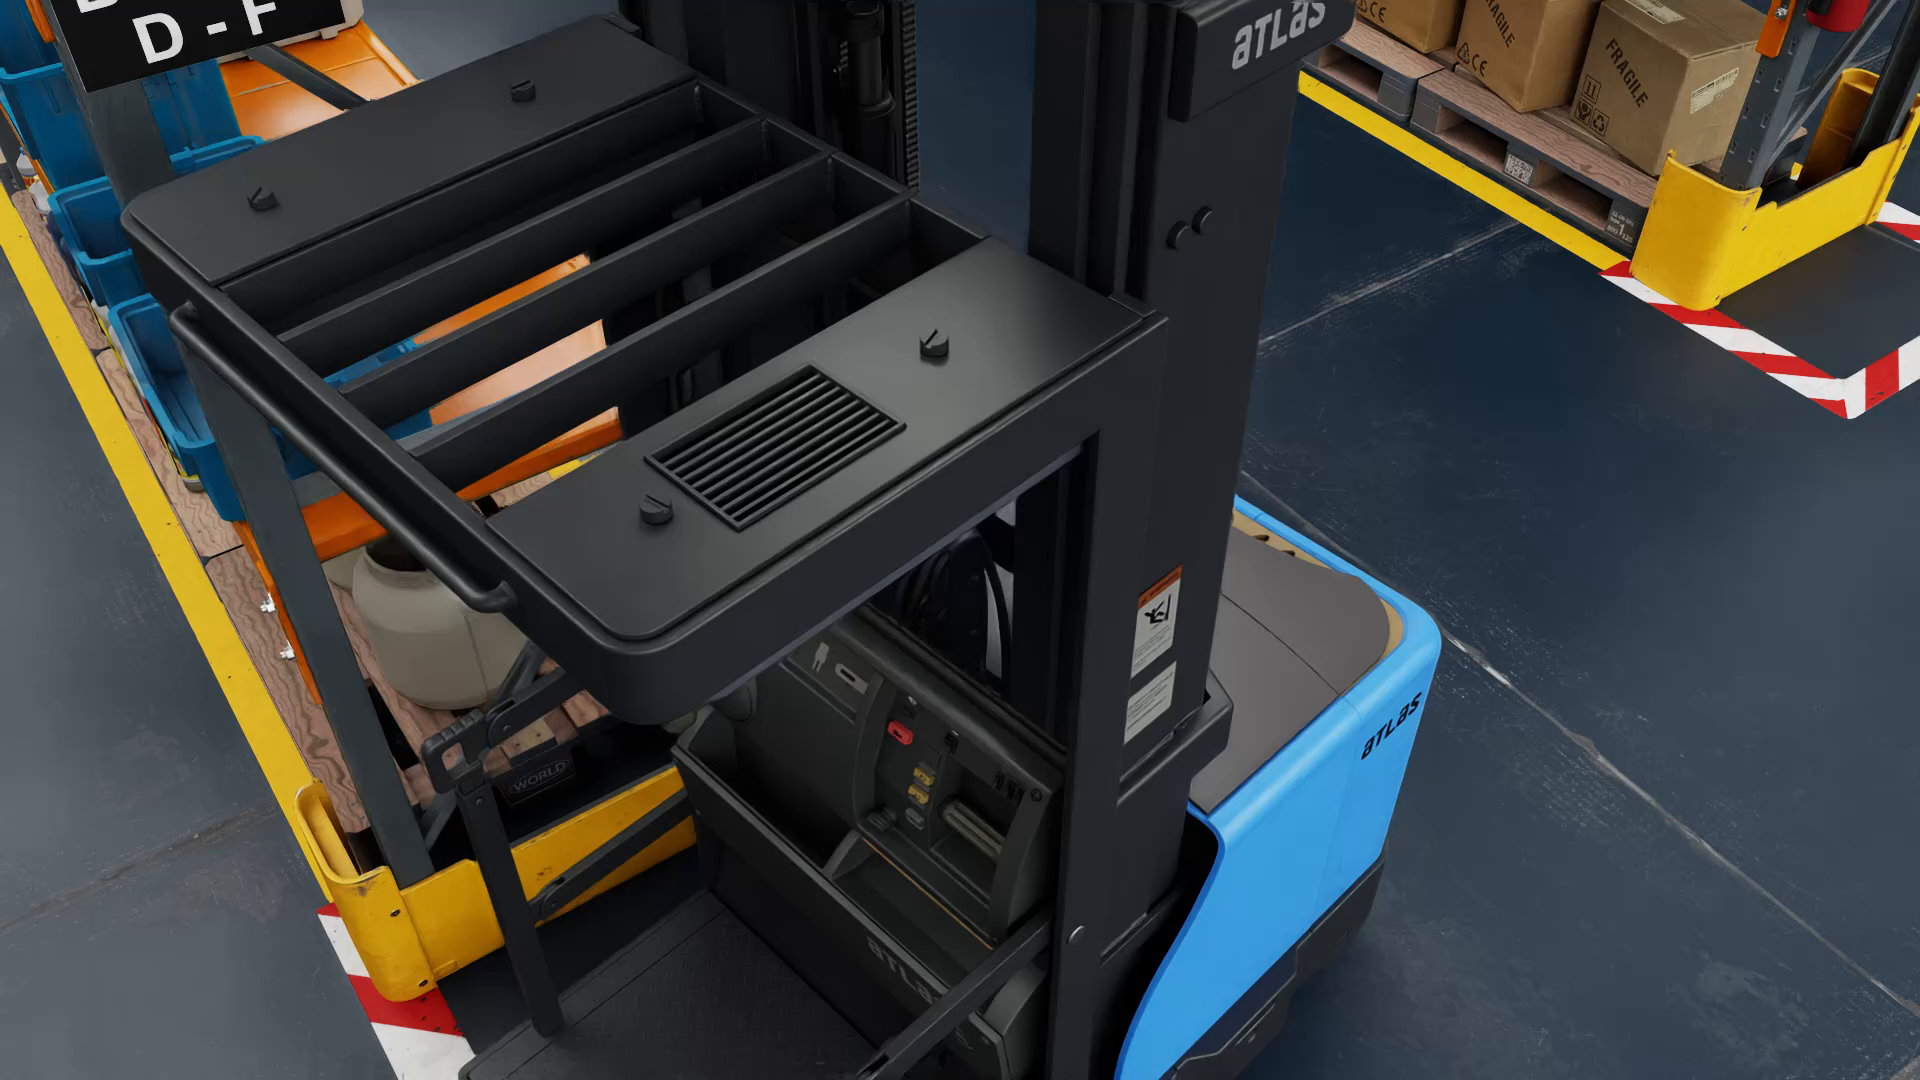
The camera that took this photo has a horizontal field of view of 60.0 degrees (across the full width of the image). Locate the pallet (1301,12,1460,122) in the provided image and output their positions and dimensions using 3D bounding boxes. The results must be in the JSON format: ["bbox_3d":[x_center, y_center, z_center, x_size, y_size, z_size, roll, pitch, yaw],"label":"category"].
[{"bbox_3d":[1.962,-2.396,7.607,1.003,0.211,1.213,-26,49,-24],"label":"pallet"}]

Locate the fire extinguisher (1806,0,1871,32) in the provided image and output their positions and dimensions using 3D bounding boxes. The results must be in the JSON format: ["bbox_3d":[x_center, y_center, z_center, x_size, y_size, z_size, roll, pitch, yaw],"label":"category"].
[{"bbox_3d":[2.823,-1.922,5.147,0.296,0.674,0.183,-26,49,-24],"label":"fire extinguisher"}]

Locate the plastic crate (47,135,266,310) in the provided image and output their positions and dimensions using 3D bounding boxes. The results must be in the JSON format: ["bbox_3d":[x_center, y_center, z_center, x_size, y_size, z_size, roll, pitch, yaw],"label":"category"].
[{"bbox_3d":[-1.825,-0.722,3.942,0.499,0.251,0.408,-26,49,-24],"label":"plastic crate"}]

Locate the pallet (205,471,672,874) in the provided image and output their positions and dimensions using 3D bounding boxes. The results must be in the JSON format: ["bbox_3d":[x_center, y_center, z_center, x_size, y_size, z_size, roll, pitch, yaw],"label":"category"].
[{"bbox_3d":[-1.469,0.281,4.802,1.003,0.211,1.213,-26,49,-24],"label":"pallet"}]

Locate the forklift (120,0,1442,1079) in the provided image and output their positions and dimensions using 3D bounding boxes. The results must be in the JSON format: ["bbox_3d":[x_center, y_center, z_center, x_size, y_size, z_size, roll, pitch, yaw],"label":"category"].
[{"bbox_3d":[-0.359,0.369,2.740,3.031,2.935,1.130,-34,53,-31],"label":"forklift"}]

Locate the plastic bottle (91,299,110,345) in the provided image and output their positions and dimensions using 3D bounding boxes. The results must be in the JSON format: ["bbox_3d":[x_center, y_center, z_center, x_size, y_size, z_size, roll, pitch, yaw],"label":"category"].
[{"bbox_3d":[-2.843,-0.755,5.577,0.097,0.201,0.097,0,44,0],"label":"plastic bottle"}]

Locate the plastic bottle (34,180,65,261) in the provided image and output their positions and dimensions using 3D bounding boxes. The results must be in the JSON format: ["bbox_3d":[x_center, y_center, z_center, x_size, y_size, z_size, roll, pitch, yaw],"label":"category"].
[{"bbox_3d":[-3.185,-1.154,5.941,0.152,0.276,0.135,-24,49,-23],"label":"plastic bottle"}]

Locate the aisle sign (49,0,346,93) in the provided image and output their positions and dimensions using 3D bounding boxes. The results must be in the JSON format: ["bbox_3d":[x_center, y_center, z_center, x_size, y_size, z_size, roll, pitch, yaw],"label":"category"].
[{"bbox_3d":[-1.129,-1.023,2.266,0.394,0.787,0.004,-26,49,-24],"label":"aisle sign"}]

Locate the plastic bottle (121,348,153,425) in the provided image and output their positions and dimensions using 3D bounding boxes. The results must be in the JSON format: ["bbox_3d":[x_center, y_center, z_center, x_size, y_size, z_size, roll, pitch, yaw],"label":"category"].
[{"bbox_3d":[-2.538,-0.514,5.270,0.152,0.276,0.135,-27,50,-25],"label":"plastic bottle"}]

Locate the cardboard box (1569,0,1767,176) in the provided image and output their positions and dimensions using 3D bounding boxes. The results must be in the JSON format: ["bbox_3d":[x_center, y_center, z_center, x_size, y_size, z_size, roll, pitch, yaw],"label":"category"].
[{"bbox_3d":[2.792,-1.805,6.475,0.500,0.500,0.500,-17,46,-17],"label":"cardboard box"}]

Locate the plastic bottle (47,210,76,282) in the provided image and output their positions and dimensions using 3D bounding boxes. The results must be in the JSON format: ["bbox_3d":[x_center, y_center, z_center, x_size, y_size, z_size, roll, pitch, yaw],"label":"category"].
[{"bbox_3d":[-3.094,-1.086,5.815,0.144,0.351,0.185,-24,49,-23],"label":"plastic bottle"}]

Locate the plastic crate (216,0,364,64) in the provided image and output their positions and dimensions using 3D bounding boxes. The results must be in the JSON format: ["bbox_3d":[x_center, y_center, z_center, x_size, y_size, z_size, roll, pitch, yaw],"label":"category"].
[{"bbox_3d":[-2.079,-1.591,4.935,0.530,0.136,0.437,-26,49,-24],"label":"plastic crate"}]

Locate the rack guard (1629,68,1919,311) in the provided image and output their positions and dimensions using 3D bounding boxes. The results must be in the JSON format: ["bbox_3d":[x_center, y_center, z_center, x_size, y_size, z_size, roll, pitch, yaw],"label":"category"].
[{"bbox_3d":[3.092,-1.336,6.288,1.175,0.500,0.348,-26,49,-24],"label":"rack guard"}]

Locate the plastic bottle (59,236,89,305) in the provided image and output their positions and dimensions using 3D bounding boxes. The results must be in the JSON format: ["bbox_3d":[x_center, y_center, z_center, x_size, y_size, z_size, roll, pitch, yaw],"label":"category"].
[{"bbox_3d":[-2.986,-0.979,5.703,0.144,0.351,0.185,-28,50,-26],"label":"plastic bottle"}]

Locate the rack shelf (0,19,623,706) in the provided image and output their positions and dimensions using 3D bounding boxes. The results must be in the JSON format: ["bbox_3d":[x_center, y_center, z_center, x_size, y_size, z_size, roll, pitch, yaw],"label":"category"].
[{"bbox_3d":[-2.071,-1.113,4.765,1.077,0.370,4.000,-26,49,-24],"label":"rack shelf"}]

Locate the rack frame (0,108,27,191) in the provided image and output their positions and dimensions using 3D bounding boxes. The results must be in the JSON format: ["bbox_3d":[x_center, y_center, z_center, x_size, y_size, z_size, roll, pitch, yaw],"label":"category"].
[{"bbox_3d":[-3.215,-2.506,5.703,1.000,3.000,0.127,-26,49,-24],"label":"rack frame"}]

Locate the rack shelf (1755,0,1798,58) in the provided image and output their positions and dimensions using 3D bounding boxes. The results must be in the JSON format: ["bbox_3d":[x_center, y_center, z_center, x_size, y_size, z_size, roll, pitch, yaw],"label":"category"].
[{"bbox_3d":[1.991,-3.070,6.814,1.077,0.370,4.000,-26,49,-24],"label":"rack shelf"}]

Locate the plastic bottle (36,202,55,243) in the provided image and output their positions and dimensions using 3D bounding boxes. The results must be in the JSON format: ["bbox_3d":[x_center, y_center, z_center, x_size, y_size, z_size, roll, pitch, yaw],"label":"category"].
[{"bbox_3d":[-3.276,-1.184,6.026,0.097,0.201,0.097,0,44,0],"label":"plastic bottle"}]

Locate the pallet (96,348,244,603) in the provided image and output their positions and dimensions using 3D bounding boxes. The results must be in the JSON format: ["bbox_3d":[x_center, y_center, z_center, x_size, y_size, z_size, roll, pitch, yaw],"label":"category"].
[{"bbox_3d":[-2.163,-0.409,5.526,1.003,0.211,1.213,-26,49,-24],"label":"pallet"}]

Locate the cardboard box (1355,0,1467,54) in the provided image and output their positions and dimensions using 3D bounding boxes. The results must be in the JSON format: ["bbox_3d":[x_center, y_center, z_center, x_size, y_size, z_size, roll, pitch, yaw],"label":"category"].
[{"bbox_3d":[2.079,-2.492,7.195,0.500,0.500,0.500,-21,48,-21],"label":"cardboard box"}]

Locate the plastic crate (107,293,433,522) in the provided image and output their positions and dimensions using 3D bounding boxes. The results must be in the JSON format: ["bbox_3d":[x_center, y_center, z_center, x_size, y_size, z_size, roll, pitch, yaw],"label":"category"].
[{"bbox_3d":[-1.459,-0.352,3.554,0.499,0.251,0.616,-26,49,-24],"label":"plastic crate"}]

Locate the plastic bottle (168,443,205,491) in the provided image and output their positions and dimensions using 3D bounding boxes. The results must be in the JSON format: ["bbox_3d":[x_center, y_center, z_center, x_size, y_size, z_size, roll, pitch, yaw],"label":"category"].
[{"bbox_3d":[-2.337,-0.255,5.052,0.097,0.201,0.097,0,44,0],"label":"plastic bottle"}]

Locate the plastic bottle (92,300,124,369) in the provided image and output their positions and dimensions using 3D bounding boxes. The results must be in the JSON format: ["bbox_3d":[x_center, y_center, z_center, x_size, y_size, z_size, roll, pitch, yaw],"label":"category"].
[{"bbox_3d":[-2.743,-0.738,5.451,0.144,0.351,0.185,-26,49,-25],"label":"plastic bottle"}]

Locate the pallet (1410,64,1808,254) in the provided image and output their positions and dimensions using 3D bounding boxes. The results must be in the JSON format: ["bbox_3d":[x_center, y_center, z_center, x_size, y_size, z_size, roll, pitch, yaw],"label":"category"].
[{"bbox_3d":[2.656,-1.706,6.884,1.003,0.211,1.213,-26,49,-24],"label":"pallet"}]

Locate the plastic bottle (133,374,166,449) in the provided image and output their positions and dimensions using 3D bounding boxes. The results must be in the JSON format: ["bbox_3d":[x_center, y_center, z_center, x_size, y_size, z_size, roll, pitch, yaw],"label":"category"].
[{"bbox_3d":[-2.459,-0.435,5.187,0.152,0.276,0.135,-25,49,-24],"label":"plastic bottle"}]

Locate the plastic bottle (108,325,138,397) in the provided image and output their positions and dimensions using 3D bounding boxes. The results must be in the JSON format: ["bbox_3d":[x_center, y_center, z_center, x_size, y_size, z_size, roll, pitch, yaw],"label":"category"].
[{"bbox_3d":[-2.636,-0.633,5.341,0.144,0.351,0.185,-24,49,-23],"label":"plastic bottle"}]

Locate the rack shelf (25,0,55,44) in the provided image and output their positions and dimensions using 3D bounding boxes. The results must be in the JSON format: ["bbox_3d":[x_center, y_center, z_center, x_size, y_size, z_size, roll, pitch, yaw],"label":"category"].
[{"bbox_3d":[-2.071,-2.198,3.729,1.077,0.370,4.000,-26,49,-24],"label":"rack shelf"}]

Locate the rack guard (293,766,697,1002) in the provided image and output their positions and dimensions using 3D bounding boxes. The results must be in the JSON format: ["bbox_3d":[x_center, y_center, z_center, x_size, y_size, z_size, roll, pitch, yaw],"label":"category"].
[{"bbox_3d":[-1.009,0.639,4.219,1.175,0.500,0.348,-26,49,-24],"label":"rack guard"}]

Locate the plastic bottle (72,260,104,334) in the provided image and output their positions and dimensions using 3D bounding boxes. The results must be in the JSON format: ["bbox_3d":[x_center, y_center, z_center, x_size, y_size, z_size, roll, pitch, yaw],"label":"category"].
[{"bbox_3d":[-2.926,-0.845,5.611,0.061,0.283,0.133,-24,48,-23],"label":"plastic bottle"}]

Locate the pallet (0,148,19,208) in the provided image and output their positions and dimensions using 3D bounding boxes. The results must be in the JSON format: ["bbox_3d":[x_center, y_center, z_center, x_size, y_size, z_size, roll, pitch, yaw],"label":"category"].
[{"bbox_3d":[-3.696,-1.927,7.116,1.003,0.211,1.213,-26,49,-24],"label":"pallet"}]

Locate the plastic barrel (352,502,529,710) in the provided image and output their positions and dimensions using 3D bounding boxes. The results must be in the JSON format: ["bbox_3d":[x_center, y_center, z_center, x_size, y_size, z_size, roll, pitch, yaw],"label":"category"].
[{"bbox_3d":[-1.366,0.165,4.403,0.421,0.512,0.421,0,44,0],"label":"plastic barrel"}]

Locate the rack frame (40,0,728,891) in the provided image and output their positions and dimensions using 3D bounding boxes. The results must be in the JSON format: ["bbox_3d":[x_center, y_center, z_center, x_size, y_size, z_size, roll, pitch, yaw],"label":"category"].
[{"bbox_3d":[-0.927,-0.241,3.330,1.000,3.000,0.127,-26,49,-24],"label":"rack frame"}]

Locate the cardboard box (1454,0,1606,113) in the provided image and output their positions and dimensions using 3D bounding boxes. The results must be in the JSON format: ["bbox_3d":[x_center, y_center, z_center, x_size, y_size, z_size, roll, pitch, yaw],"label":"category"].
[{"bbox_3d":[2.422,-2.130,6.815,0.500,0.500,0.500,-14,45,-14],"label":"cardboard box"}]

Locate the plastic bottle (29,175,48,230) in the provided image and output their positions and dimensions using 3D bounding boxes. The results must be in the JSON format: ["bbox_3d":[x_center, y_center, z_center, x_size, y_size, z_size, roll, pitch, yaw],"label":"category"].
[{"bbox_3d":[-3.334,-1.242,6.086,0.097,0.201,0.097,0,44,0],"label":"plastic bottle"}]

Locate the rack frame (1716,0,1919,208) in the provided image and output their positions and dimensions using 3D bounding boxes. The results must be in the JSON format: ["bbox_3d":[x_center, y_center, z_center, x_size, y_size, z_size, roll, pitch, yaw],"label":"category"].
[{"bbox_3d":[3.136,-2.197,5.379,1.000,3.000,0.127,-26,49,-24],"label":"rack frame"}]

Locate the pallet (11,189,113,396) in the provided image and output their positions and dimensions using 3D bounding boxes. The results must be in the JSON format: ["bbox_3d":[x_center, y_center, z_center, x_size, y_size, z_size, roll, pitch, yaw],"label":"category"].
[{"bbox_3d":[-2.865,-1.101,6.250,1.003,0.211,1.213,-26,49,-24],"label":"pallet"}]

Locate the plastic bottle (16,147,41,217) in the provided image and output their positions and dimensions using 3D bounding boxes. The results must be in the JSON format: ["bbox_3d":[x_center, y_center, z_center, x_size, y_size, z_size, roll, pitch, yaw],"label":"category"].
[{"bbox_3d":[-3.392,-1.325,6.123,0.097,0.271,0.097,0,44,0],"label":"plastic bottle"}]

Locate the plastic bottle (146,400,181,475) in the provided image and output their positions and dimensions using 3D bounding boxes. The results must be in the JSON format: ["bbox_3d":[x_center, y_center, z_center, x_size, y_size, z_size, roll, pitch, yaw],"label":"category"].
[{"bbox_3d":[-2.419,-0.343,5.086,0.061,0.283,0.133,-25,49,-24],"label":"plastic bottle"}]

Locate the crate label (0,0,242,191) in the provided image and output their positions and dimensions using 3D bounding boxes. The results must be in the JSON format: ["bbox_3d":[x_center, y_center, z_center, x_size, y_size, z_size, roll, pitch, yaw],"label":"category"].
[{"bbox_3d":[-2.202,-1.189,4.298,0.502,0.435,0.616,-26,49,-24],"label":"crate label"}]

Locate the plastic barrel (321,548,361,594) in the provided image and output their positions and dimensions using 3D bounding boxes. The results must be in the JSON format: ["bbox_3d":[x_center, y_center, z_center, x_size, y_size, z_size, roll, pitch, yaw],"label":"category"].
[{"bbox_3d":[-1.653,-0.119,4.700,0.421,0.512,0.421,0,44,0],"label":"plastic barrel"}]
